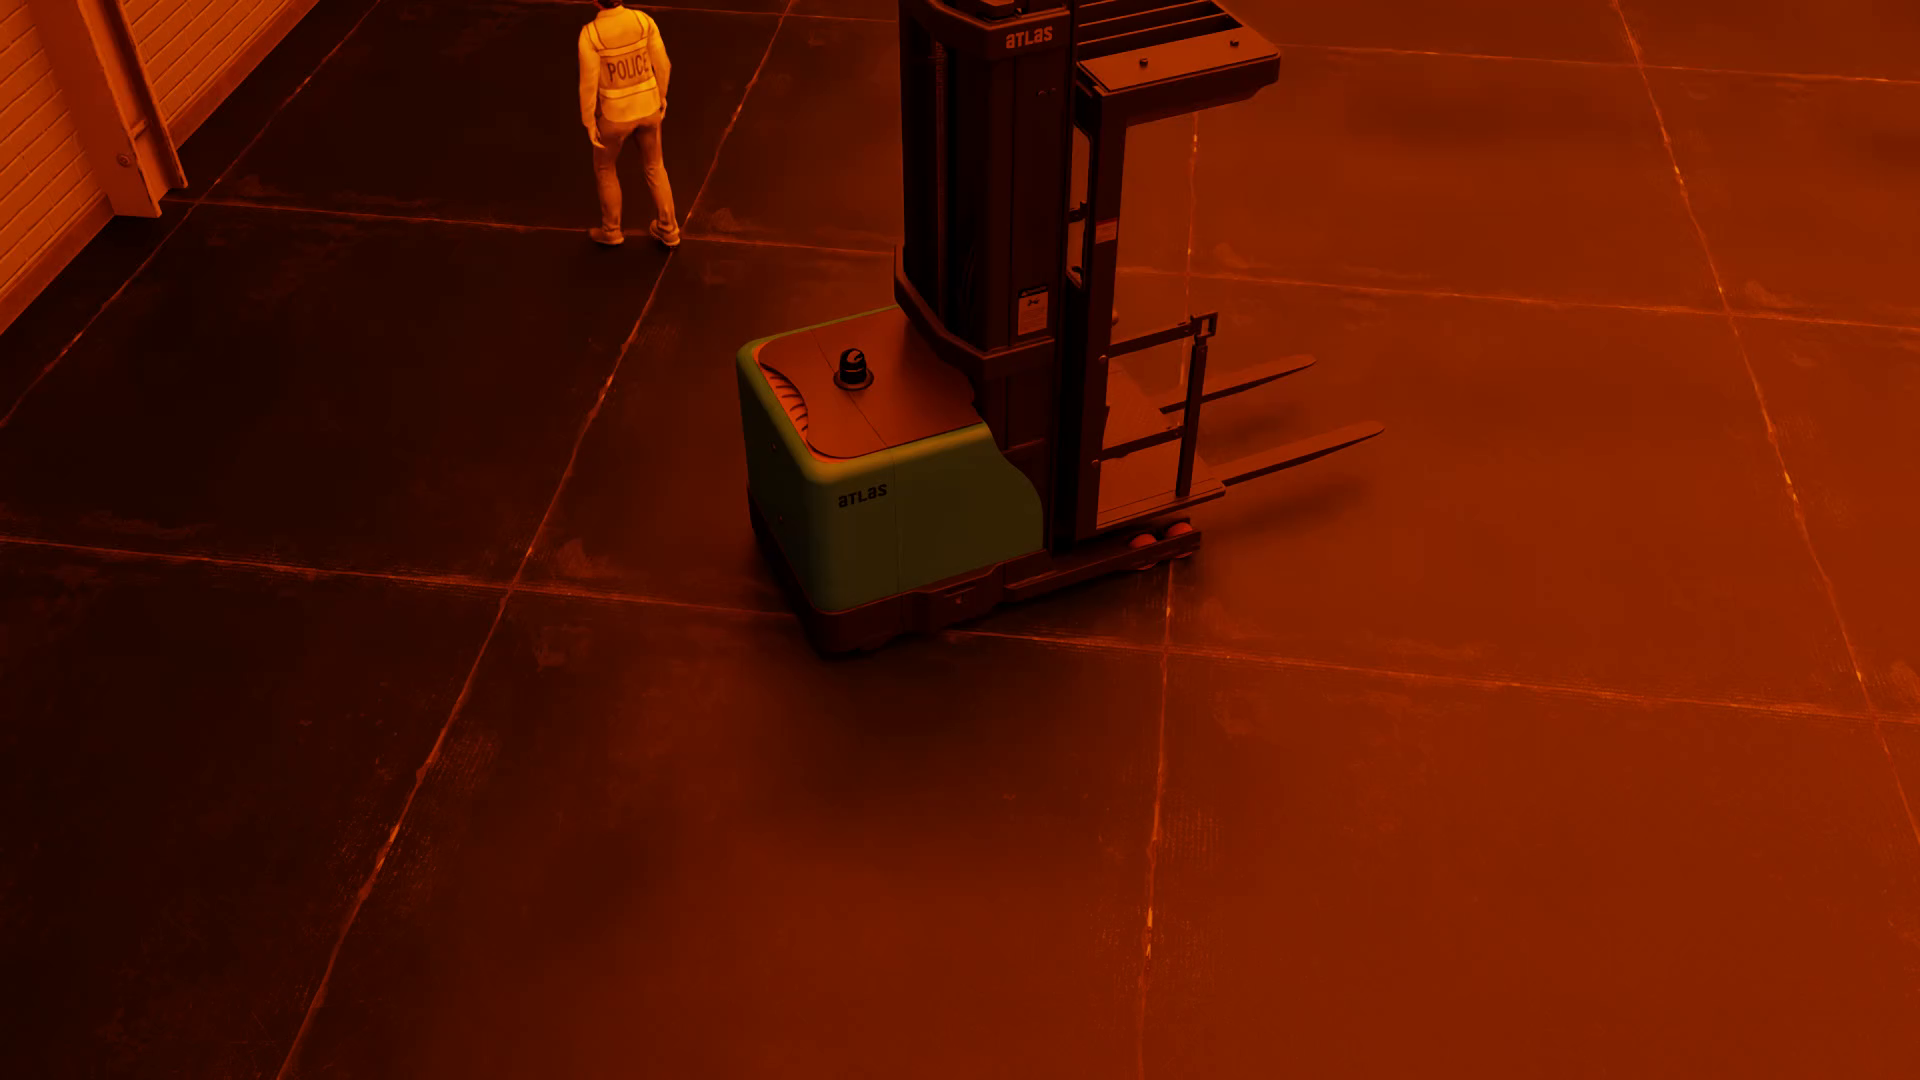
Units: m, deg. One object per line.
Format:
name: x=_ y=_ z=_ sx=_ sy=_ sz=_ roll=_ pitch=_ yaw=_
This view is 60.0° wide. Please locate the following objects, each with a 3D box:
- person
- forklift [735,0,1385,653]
person: x=-1.874 y=-2.393 z=9.270 sx=0.531 sy=1.661 sz=0.375 roll=-26 pitch=49 yaw=-26
forklift: x=0.571 y=-1.252 z=7.087 sx=3.031 sy=2.935 sz=1.130 roll=-17 pitch=45 yaw=-17
